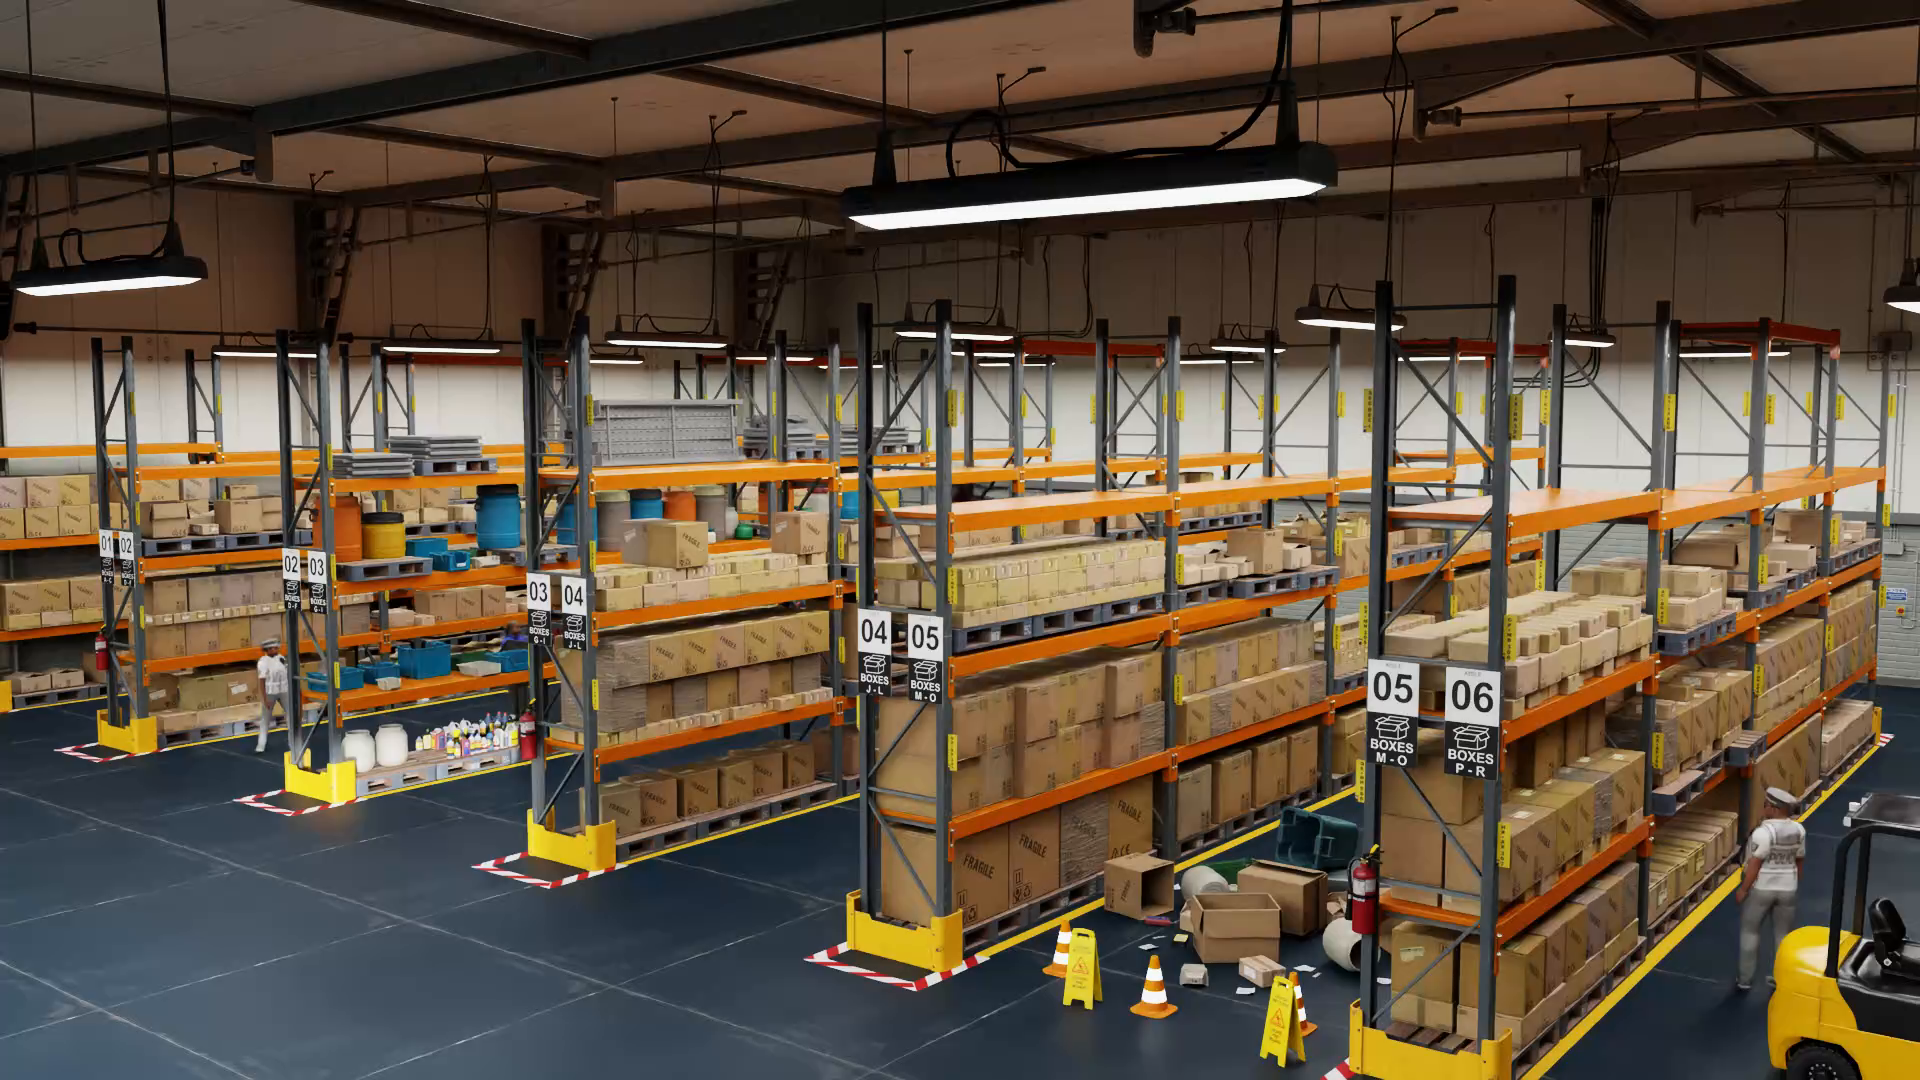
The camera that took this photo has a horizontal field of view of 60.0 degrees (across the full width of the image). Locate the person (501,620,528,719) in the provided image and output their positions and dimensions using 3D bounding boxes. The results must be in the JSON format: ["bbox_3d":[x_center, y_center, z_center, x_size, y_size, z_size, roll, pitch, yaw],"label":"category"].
[{"bbox_3d":[-6.952,2.072,26.102,0.507,1.661,0.351,-4,6,-38],"label":"person"}]

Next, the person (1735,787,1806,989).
[{"bbox_3d":[7.051,3.039,14.475,0.587,1.790,0.409,0,5,0],"label":"person"}]

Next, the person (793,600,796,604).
[{"bbox_3d":[-4.305,0.854,39.586,0.628,1.724,1.074,2,6,26],"label":"person"}]

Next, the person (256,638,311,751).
[{"bbox_3d":[-9.874,2.242,24.137,0.682,1.693,0.558,-4,6,-40],"label":"person"}]
